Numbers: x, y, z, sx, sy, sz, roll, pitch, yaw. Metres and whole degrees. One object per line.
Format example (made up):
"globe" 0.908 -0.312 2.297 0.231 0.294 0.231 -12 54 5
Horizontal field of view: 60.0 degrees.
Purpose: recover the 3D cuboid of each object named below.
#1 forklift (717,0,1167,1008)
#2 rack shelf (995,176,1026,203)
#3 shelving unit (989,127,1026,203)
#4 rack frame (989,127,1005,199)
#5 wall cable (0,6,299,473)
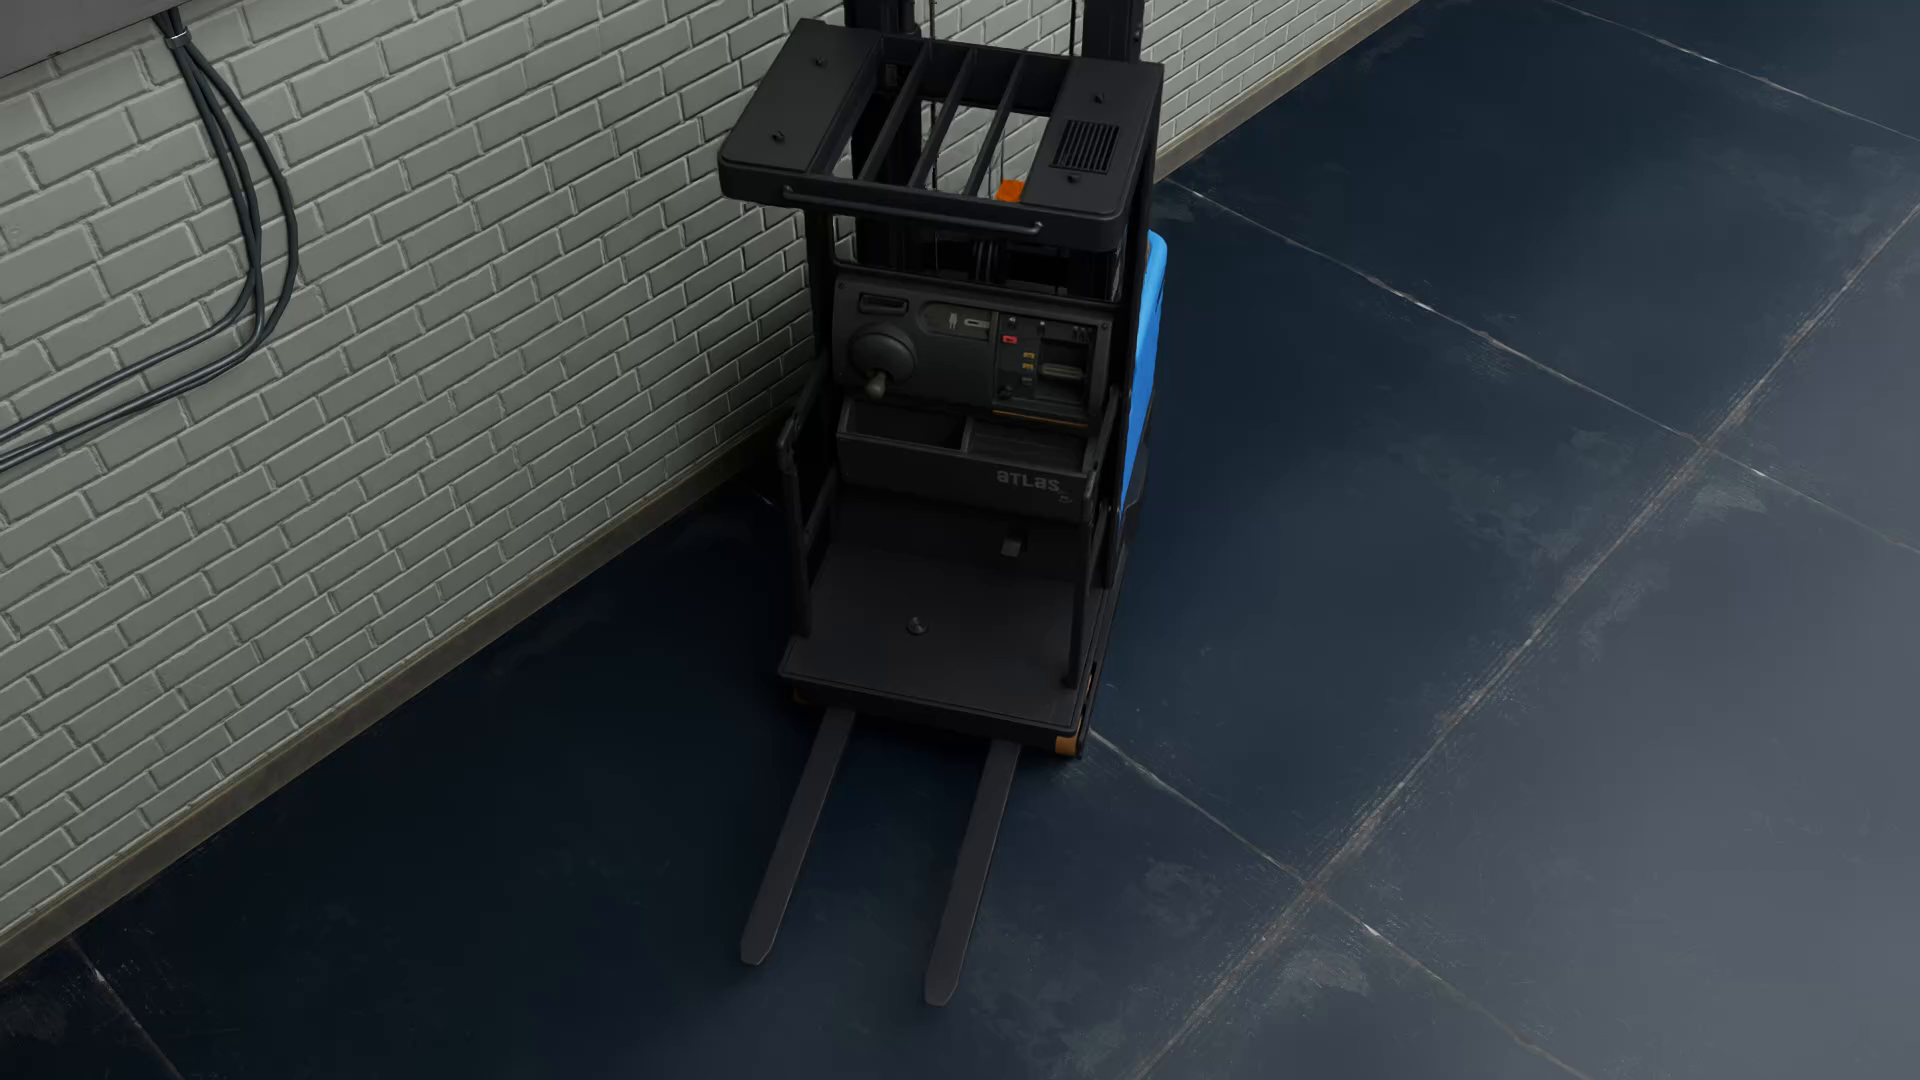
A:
"forklift" -0.017 -0.523 5.339 1.130 2.935 3.031 10 48 9
"rack shelf" 0.237 -1.388 6.898 0.180 0.103 0.258 11 45 10
"shelving unit" 0.232 -1.162 7.118 0.189 1.200 0.258 11 45 10
"rack frame" 0.144 -1.179 7.134 0.006 1.200 0.240 11 45 10
"wall cable" -2.974 -0.696 3.469 0.112 2.526 3.097 34 55 28
